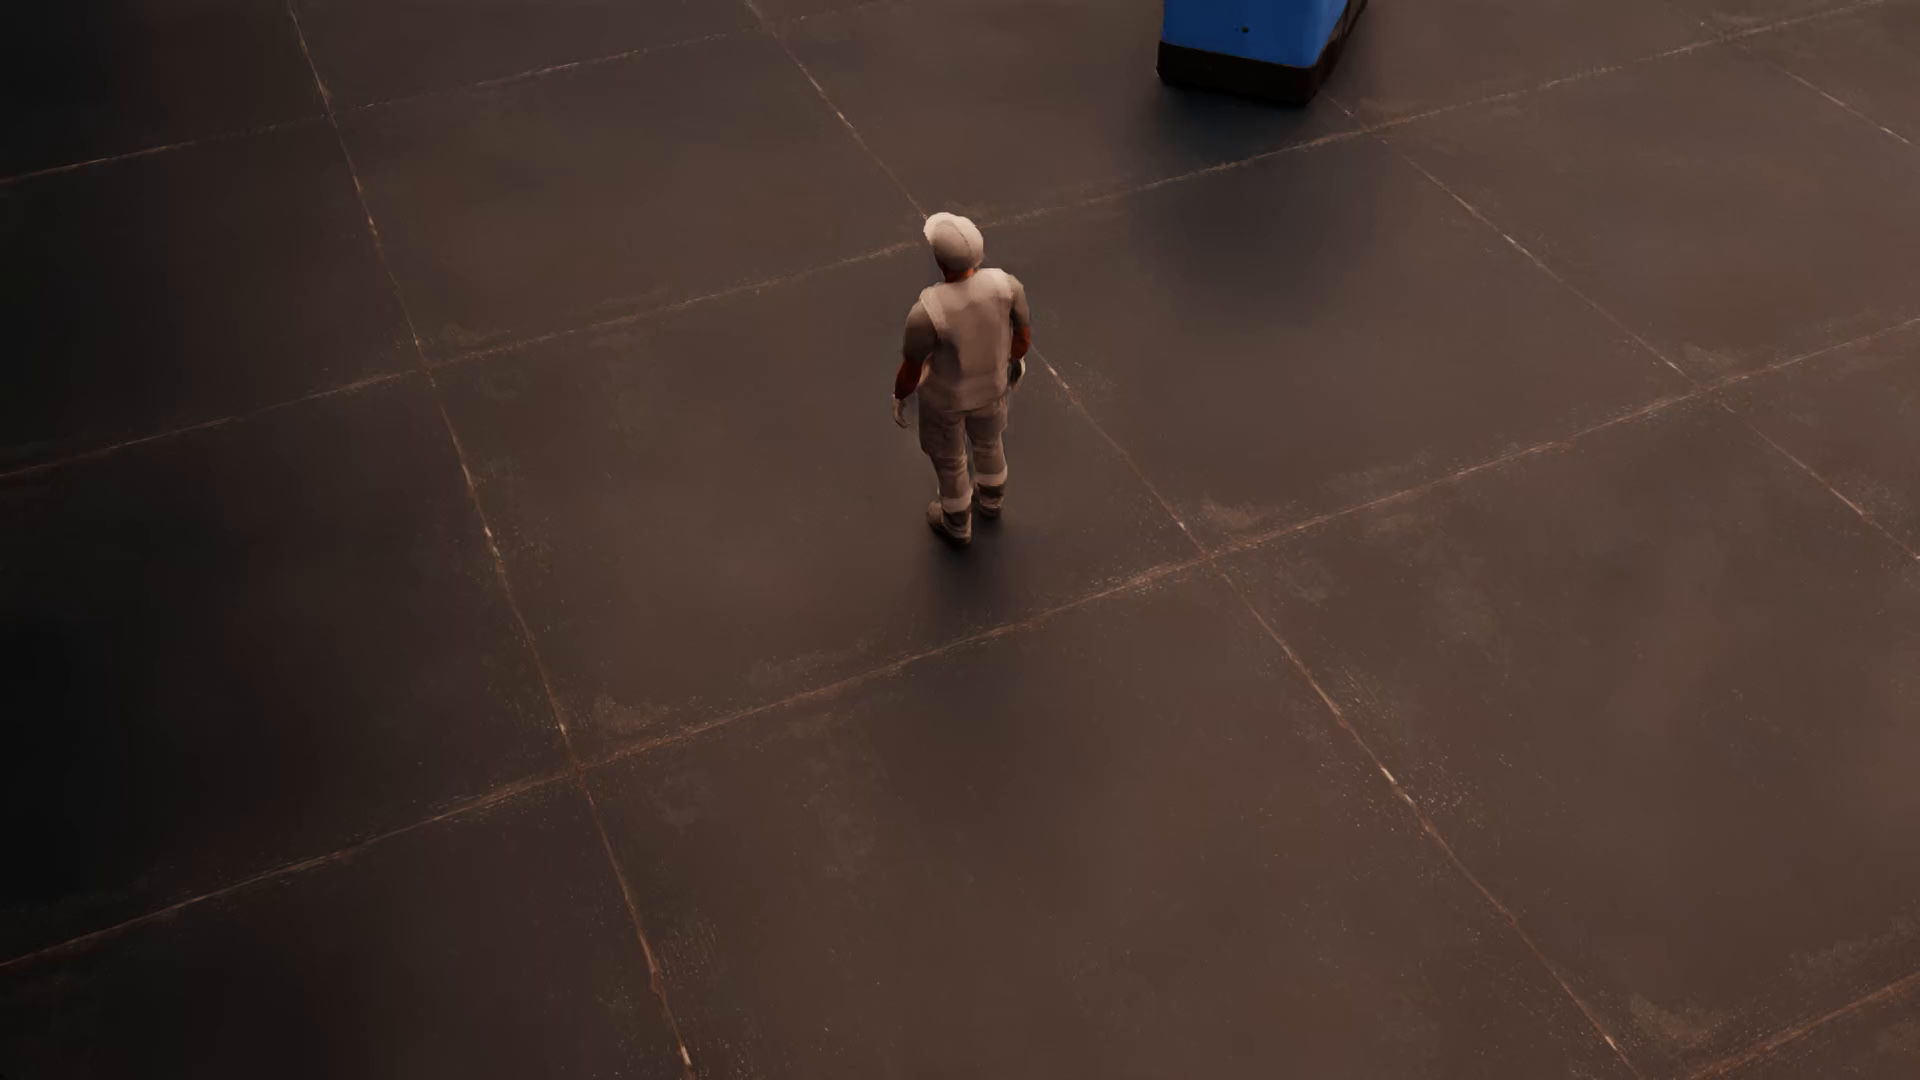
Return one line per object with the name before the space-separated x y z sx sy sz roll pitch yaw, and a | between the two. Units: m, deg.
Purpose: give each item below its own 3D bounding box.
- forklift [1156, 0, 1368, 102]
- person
forklift | 2.335 -4.920 10.952 1.130 2.935 3.031 16 45 16
person | -0.024 -0.712 7.270 0.637 1.787 0.563 -18 46 -18
